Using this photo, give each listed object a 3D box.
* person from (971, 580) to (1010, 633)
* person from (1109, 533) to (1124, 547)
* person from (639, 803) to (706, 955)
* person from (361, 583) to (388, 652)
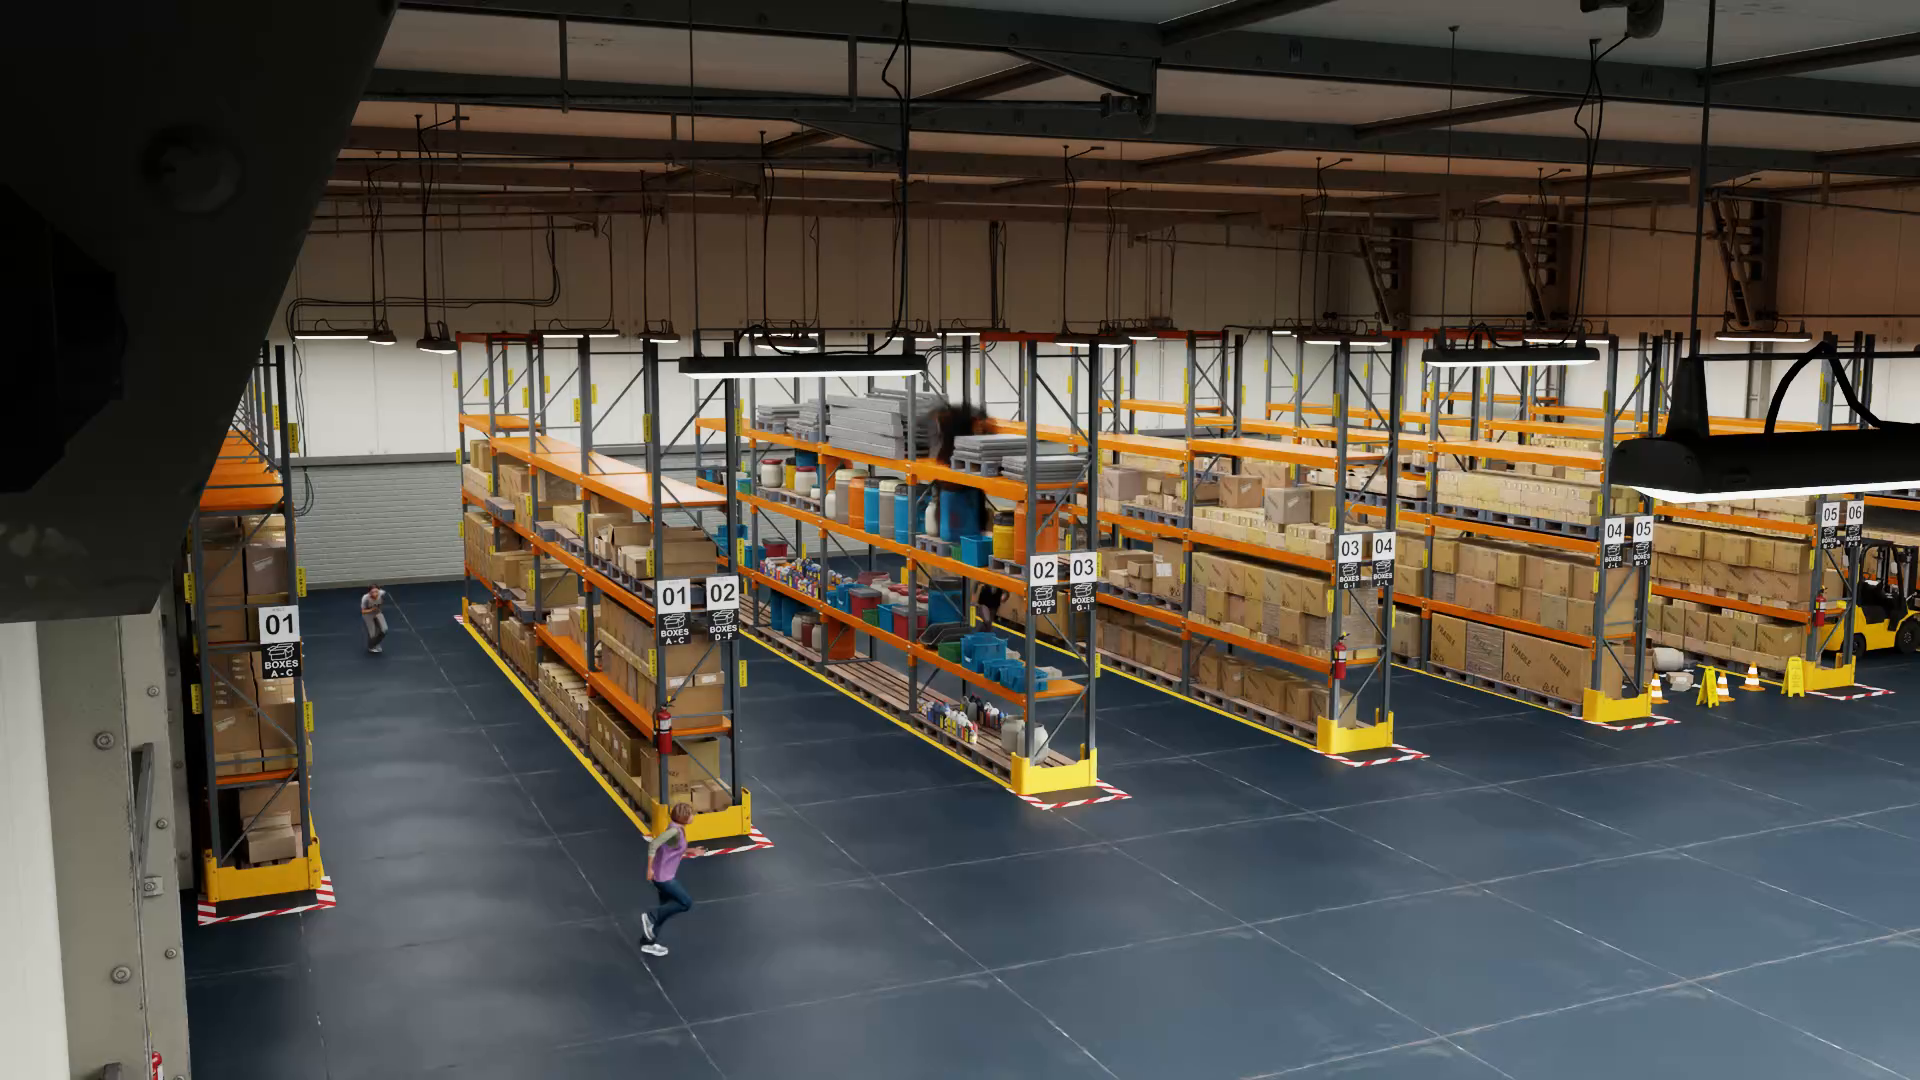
[{"bbox_3d":[0.574,1.266,31.830,0.678,1.551,1.094,-2,8,-15],"label":"person"},{"bbox_3d":[4.007,-0.150,41.896,0.614,1.726,0.727,-2,8,-11],"label":"person"},{"bbox_3d":[-2.865,3.371,16.539,0.672,1.520,0.542,-1,8,-6],"label":"person"},{"bbox_3d":[-10.947,1.450,31.069,0.580,1.395,0.951,-6,10,-38],"label":"person"}]
